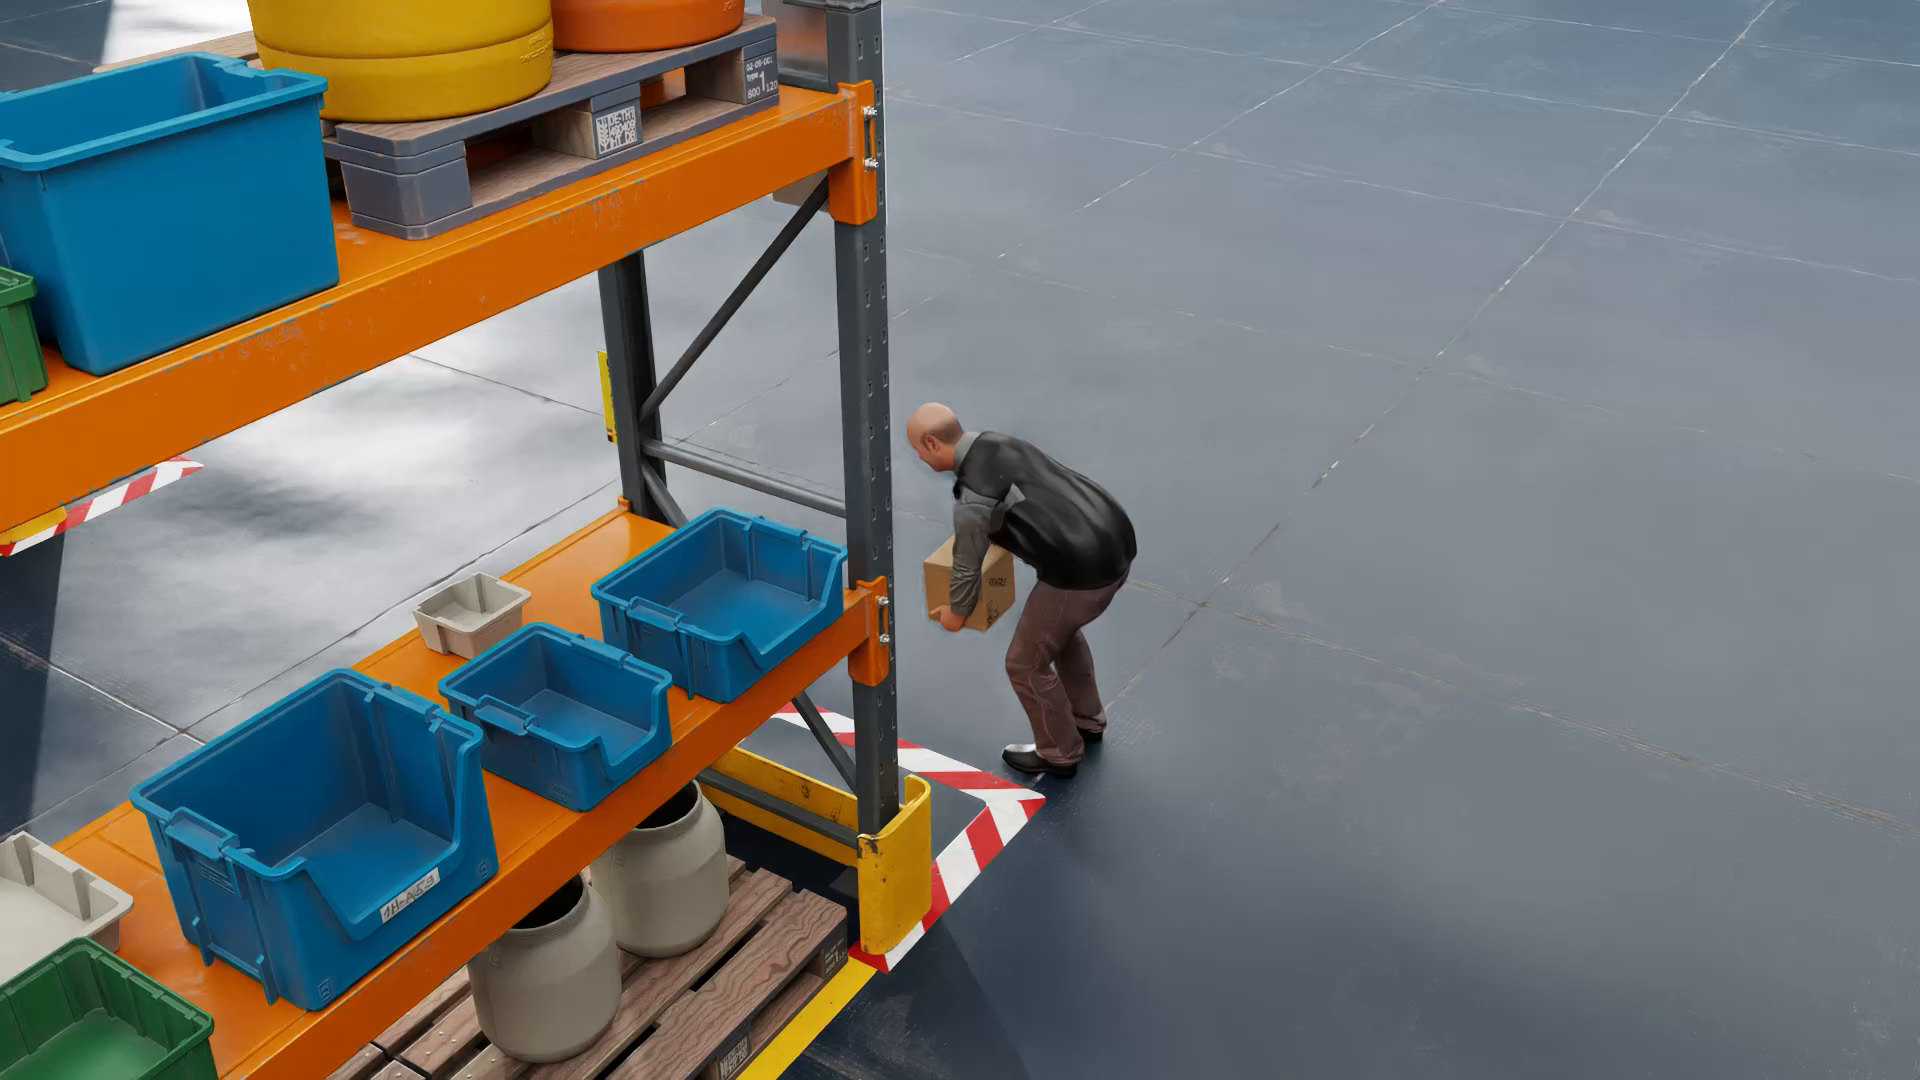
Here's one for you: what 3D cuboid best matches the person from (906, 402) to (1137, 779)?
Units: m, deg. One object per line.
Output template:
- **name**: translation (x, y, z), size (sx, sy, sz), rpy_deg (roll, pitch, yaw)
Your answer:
- **person**: translation (0.207, 0.180, 6.182), size (0.861, 1.388, 0.469), rpy_deg (12, 33, 20)
